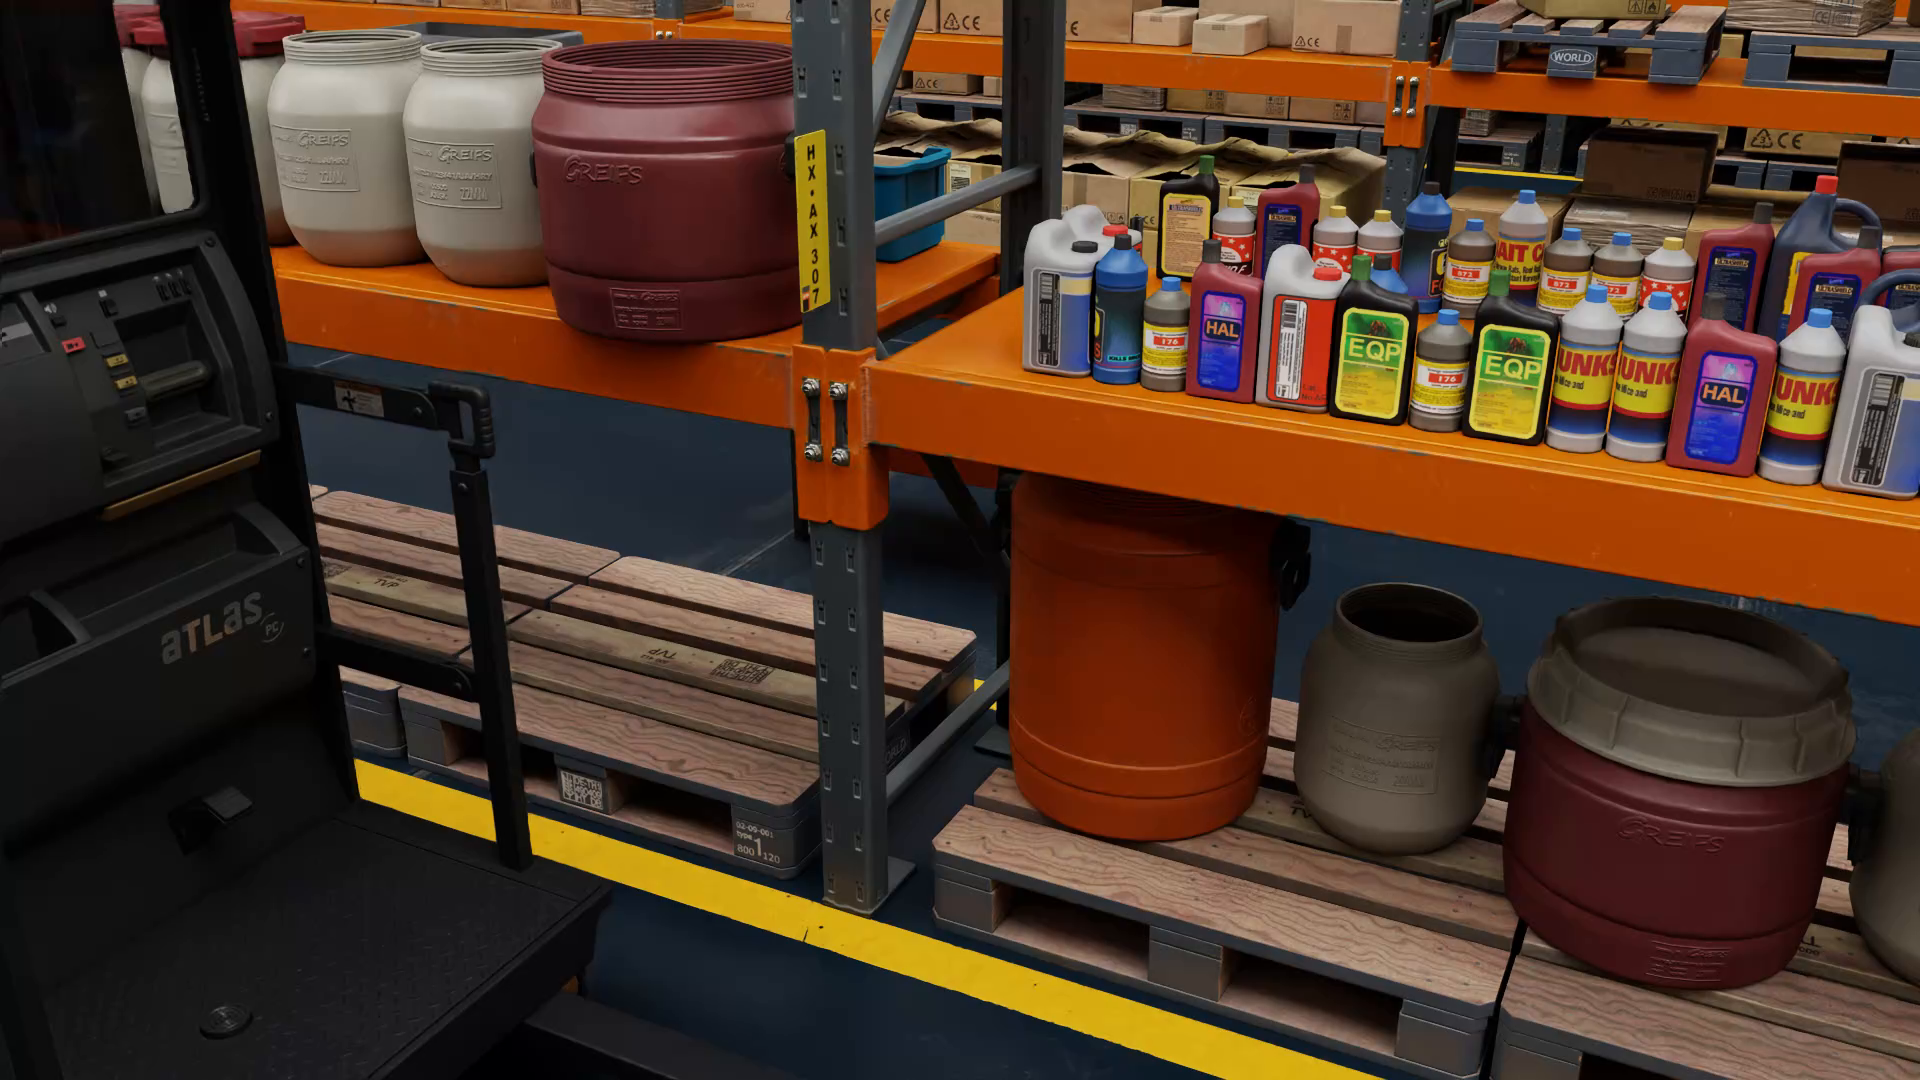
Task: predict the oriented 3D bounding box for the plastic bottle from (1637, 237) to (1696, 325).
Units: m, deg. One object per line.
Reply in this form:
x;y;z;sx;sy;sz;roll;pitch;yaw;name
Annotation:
1.430;-0.510;3.369;0.097;0.201;0.097;0;23;0;plastic bottle

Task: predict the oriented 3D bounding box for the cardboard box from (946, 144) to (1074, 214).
0.265;-1.902;8.650;0.500;0.311;0.500;12;26;26;cardboard box

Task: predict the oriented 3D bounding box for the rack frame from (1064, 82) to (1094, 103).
0.868;-4.878;13.387;0.127;3.000;1.000;11;25;25;rack frame

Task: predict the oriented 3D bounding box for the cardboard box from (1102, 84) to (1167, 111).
1.532;-3.806;13.498;0.500;0.500;0.700;12;26;26;cardboard box

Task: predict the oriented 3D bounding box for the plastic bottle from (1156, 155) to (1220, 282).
0.521;-0.735;3.795;0.133;0.283;0.061;11;25;25;plastic bottle

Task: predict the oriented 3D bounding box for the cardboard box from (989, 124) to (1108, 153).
0.485;-2.093;9.099;0.500;0.311;0.500;11;25;24;cardboard box

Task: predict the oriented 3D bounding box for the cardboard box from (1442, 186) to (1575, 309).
2.483;-1.313;7.636;0.500;0.500;0.500;12;26;27;cardboard box

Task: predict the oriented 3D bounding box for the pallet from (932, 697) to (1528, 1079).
0.690;0.697;3.842;1.213;0.211;1.003;11;25;25;pallet

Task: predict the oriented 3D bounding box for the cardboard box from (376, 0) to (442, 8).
-3.140;-3.540;10.113;0.500;0.500;0.700;12;26;26;cardboard box

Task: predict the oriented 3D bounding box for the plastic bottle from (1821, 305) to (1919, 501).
1.446;-0.220;2.593;0.135;0.276;0.152;11;25;25;plastic bottle

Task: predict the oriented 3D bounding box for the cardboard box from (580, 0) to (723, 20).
-1.763;-3.269;9.476;0.500;0.500;0.700;10;25;23;cardboard box

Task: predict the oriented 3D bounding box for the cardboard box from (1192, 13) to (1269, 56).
1.279;-2.387;7.852;0.250;0.149;0.380;11;25;25;cardboard box

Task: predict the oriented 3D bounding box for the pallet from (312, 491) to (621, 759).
-1.791;0.206;4.997;1.213;0.211;1.003;11;25;25;pallet

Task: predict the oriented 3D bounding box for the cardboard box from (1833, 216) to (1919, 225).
4.079;-1.228;7.436;0.500;0.500;0.500;10;25;23;cardboard box

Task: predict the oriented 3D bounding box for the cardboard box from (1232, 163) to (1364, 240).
1.627;-1.633;8.018;0.500;0.311;0.500;12;26;26;cardboard box

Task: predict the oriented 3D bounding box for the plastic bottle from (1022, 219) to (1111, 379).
0.208;-0.465;3.169;0.135;0.276;0.152;11;25;25;plastic bottle

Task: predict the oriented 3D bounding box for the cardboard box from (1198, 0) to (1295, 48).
1.495;-2.625;8.204;0.500;0.311;0.500;11;25;24;cardboard box

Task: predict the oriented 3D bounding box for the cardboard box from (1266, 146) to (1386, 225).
1.871;-1.822;8.461;0.500;0.311;0.500;12;26;26;cardboard box

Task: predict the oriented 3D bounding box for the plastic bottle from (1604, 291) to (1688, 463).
1.124;-0.270;2.715;0.097;0.271;0.097;0;23;0;plastic bottle

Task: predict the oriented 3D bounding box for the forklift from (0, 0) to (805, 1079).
-1.344;-0.245;2.581;3.031;2.935;1.130;11;26;25;forklift

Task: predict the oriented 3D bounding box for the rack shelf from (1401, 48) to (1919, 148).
3.991;-1.756;6.967;4.000;0.370;1.077;11;25;25;rack shelf

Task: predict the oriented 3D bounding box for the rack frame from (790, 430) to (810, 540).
-0.448;-0.606;5.738;0.032;1.125;0.500;11;25;25;rack frame

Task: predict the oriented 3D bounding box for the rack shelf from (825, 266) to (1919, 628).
1.752;-0.027;2.900;4.000;0.370;1.077;11;25;25;rack shelf

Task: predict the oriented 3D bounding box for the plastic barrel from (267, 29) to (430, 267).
-1.423;-0.944;3.995;0.421;0.512;0.421;0;23;0;plastic barrel

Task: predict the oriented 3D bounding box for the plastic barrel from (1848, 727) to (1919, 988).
1.964;0.589;3.175;0.421;0.512;0.421;0;23;0;plastic barrel

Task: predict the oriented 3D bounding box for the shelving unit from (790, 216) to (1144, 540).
0.006;-0.516;5.527;1.048;1.125;0.538;11;25;25;shelving unit

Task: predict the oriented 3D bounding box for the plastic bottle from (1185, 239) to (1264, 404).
0.481;-0.394;2.994;0.133;0.283;0.061;11;25;25;plastic bottle

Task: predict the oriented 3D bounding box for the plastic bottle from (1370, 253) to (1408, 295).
0.739;-0.372;2.957;0.097;0.271;0.097;0;23;0;plastic bottle

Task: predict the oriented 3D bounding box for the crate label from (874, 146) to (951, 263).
-0.239;-0.840;4.105;0.416;0.233;0.303;11;25;25;crate label

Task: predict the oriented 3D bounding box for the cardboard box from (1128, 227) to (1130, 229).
0.717;-1.556;8.553;0.500;0.250;0.500;12;26;26;cardboard box

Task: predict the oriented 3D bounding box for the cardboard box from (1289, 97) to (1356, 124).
2.908;-3.542;12.878;0.500;0.500;0.700;11;25;24;cardboard box

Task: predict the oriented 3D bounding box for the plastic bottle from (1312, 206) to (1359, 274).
0.822;-0.630;3.652;0.097;0.201;0.097;0;23;0;plastic bottle

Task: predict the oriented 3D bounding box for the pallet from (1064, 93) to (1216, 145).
1.563;-3.458;13.610;1.213;0.211;1.003;11;25;25;pallet

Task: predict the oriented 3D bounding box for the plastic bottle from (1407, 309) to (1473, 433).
0.831;-0.295;2.865;0.097;0.201;0.097;0;23;0;plastic bottle

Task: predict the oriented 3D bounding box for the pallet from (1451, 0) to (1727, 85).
2.842;-2.257;7.470;1.003;0.211;1.213;11;25;25;pallet

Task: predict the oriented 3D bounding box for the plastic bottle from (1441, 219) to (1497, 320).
1.082;-0.578;3.531;0.097;0.201;0.097;0;23;0;plastic bottle

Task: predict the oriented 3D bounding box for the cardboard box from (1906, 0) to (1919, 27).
4.171;-2.264;6.576;0.500;0.500;0.700;5;24;11;cardboard box

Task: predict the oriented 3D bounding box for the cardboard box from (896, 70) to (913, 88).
-0.550;-4.058;14.539;0.250;0.149;0.380;9;25;20;cardboard box

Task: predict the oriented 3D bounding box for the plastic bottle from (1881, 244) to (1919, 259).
1.825;-0.477;3.188;0.133;0.283;0.061;11;25;25;plastic bottle

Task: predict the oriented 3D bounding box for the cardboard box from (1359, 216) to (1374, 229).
1.871;-1.564;8.571;0.500;0.250;0.500;11;25;24;cardboard box

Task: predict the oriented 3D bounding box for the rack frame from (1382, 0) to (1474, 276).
2.206;-2.441;7.656;0.127;3.000;1.000;11;25;25;rack frame

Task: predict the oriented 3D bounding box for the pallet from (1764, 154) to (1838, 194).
6.192;-2.507;11.375;1.213;0.211;1.003;11;25;25;pallet

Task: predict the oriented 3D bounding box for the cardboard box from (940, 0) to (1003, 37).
0.231;-2.870;8.538;0.500;0.500;0.500;11;25;25;cardboard box

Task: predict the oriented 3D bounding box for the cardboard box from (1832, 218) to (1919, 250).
3.866;-1.041;6.998;0.500;0.500;0.500;10;25;23;cardboard box

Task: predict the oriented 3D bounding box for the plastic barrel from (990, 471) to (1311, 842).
0.412;0.175;3.743;0.708;0.830;0.600;11;25;25;plastic barrel

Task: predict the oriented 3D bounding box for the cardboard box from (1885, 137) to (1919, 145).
6.574;-2.894;10.933;0.750;0.750;0.750;12;26;26;cardboard box

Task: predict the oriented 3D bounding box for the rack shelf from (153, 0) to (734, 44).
-3.149;-3.169;10.288;4.000;0.370;1.077;11;25;25;rack shelf
